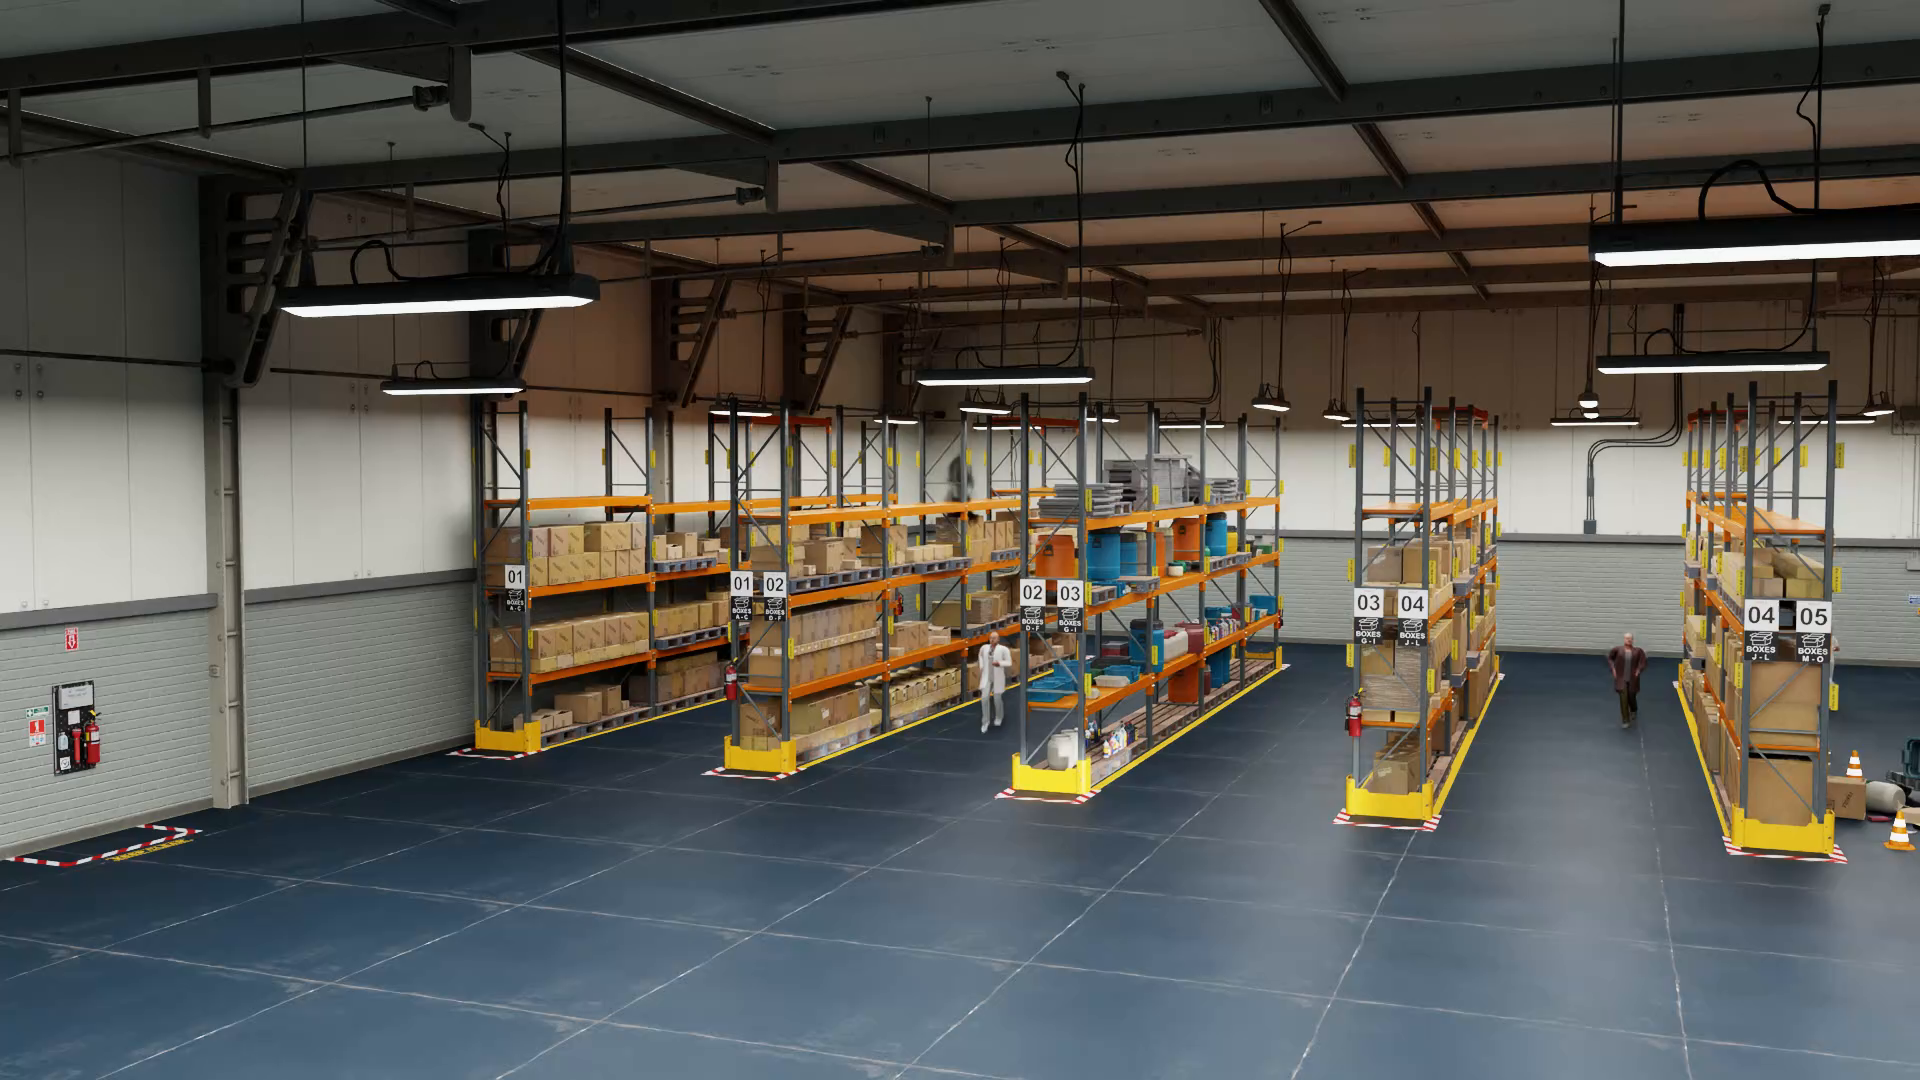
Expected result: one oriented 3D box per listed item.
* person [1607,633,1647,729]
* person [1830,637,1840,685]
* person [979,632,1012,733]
[{"bbox_3d":[12.470,2.614,31.104,0.701,1.763,0.893,1,3,21],"label":"person"},{"bbox_3d":[17.543,2.526,33.674,0.552,1.692,0.895,0,3,4],"label":"person"},{"bbox_3d":[0.633,2.621,30.794,0.691,1.830,0.906,1,3,14],"label":"person"}]
